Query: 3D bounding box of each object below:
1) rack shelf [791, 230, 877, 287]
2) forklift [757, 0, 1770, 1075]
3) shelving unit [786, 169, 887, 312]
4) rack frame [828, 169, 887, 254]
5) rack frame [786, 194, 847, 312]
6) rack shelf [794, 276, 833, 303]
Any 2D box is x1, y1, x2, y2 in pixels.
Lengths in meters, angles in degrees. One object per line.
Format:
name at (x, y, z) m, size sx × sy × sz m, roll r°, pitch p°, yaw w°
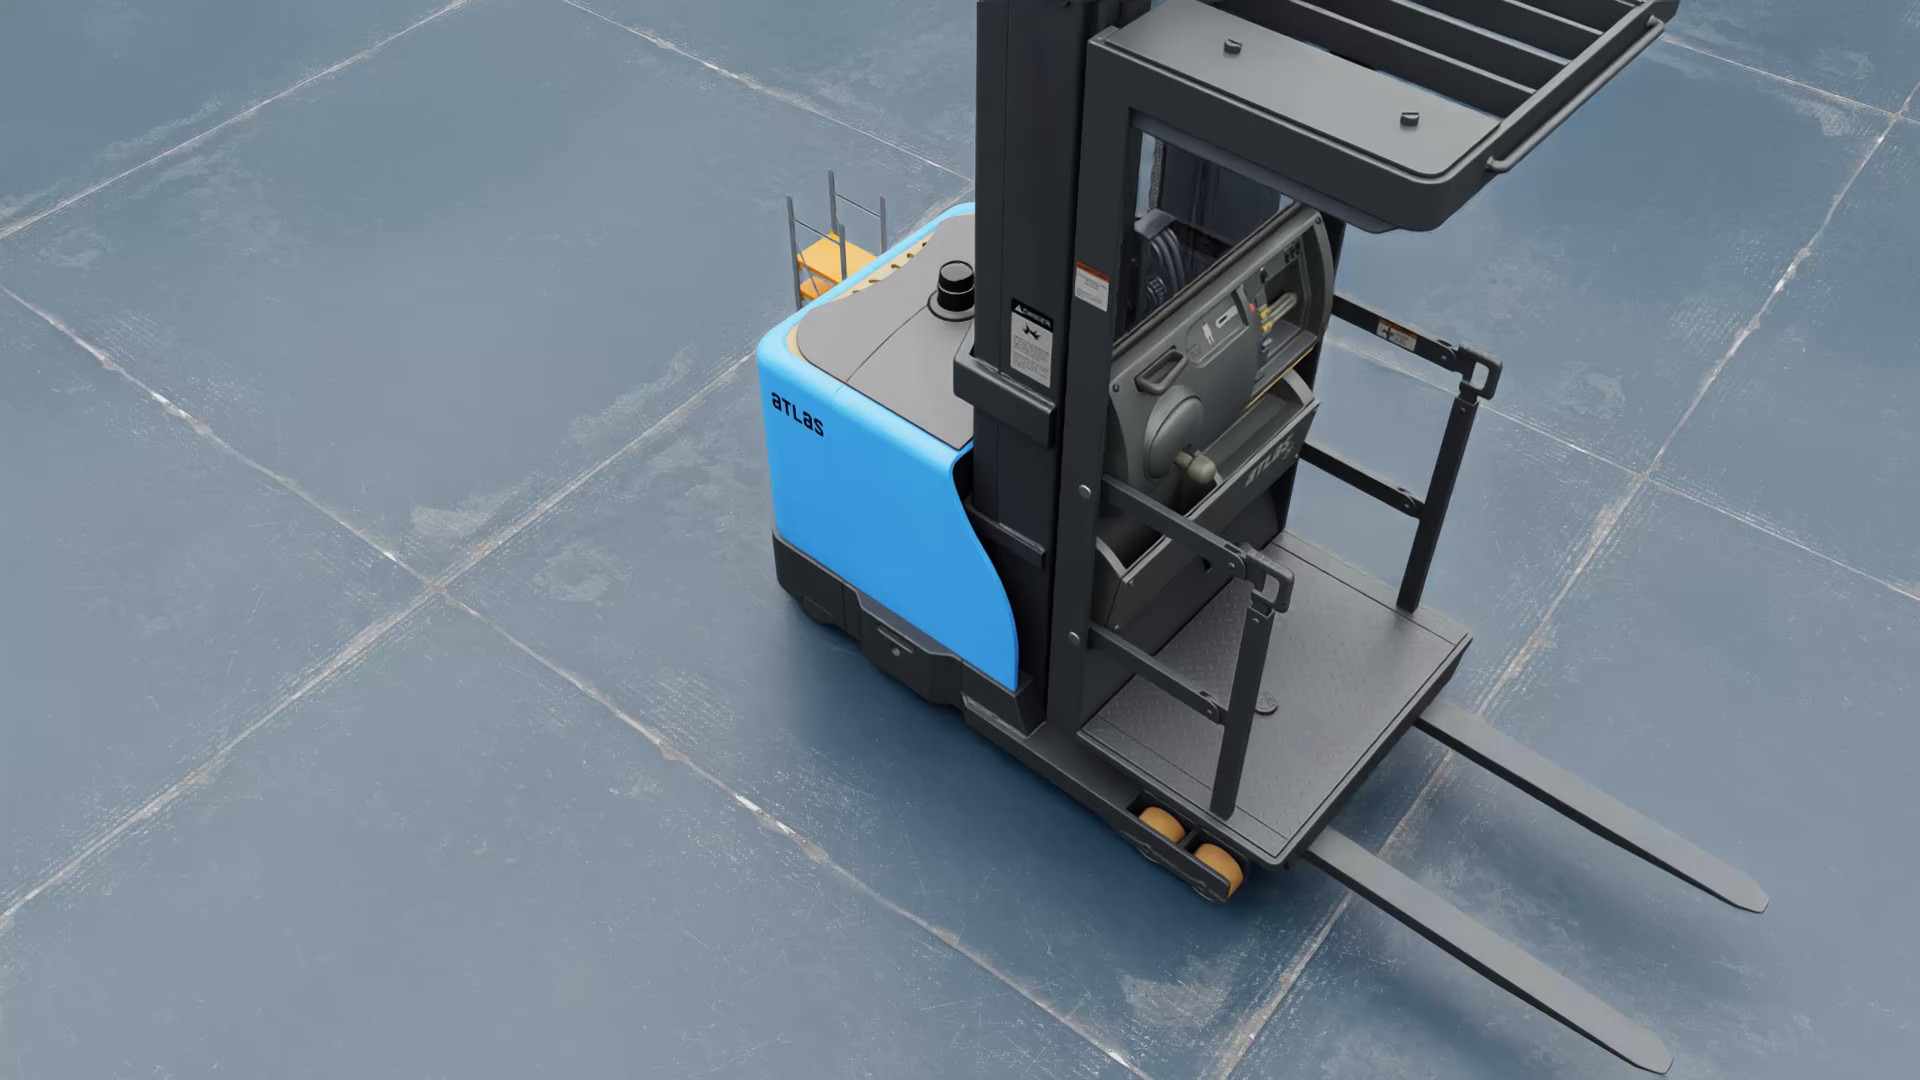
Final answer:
rack shelf at (-0.381, -0.858, 5.303) m, size 0.258 × 0.103 × 0.180 m, roll 32°, pitch 54°, yaw 27°
forklift at (0.835, -0.416, 4.121) m, size 3.031 × 2.935 × 1.130 m, roll 32°, pitch 54°, yaw 27°
shelving unit at (-0.381, -0.640, 5.531) m, size 0.258 × 1.200 × 0.189 m, roll 32°, pitch 54°, yaw 27°
rack frame at (-0.321, -0.690, 5.579) m, size 0.240 × 1.200 × 0.006 m, roll 32°, pitch 54°, yaw 27°
rack frame at (-0.440, -0.590, 5.483) m, size 0.240 × 1.200 × 0.006 m, roll 32°, pitch 54°, yaw 27°
rack shelf at (-0.381, -0.775, 5.390) m, size 0.258 × 0.103 × 0.180 m, roll 32°, pitch 54°, yaw 27°
